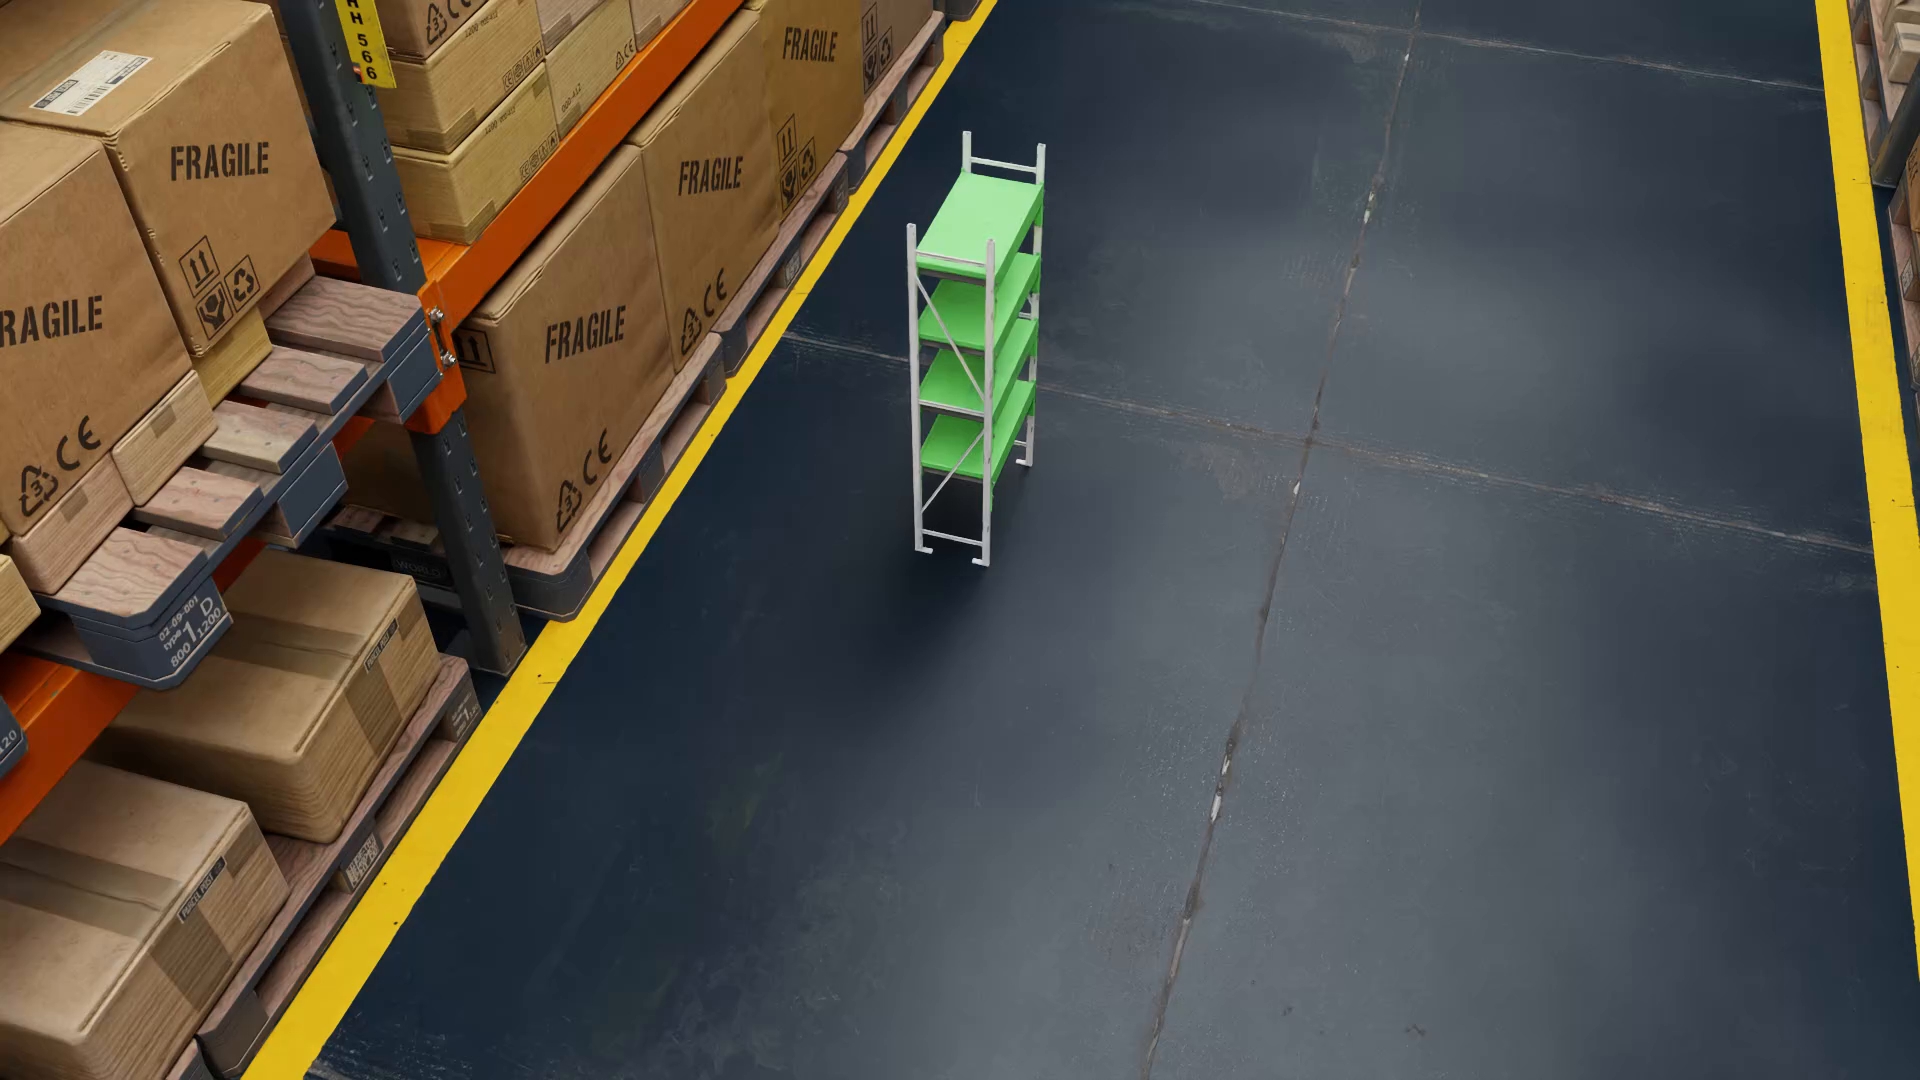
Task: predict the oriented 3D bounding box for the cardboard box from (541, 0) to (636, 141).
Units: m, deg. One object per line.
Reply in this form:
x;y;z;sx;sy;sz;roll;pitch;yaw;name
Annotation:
-1.245;-1.379;4.622;0.500;0.250;0.500;11;46;11;cardboard box

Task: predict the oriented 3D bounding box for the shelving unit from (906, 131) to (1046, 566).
0.050;-0.539;4.943;0.258;1.200;0.503;13;46;13;shelving unit

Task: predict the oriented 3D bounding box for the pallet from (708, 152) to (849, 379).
-1.090;-1.137;6.261;1.003;0.211;1.213;13;46;13;pallet

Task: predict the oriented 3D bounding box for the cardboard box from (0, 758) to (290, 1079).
-2.168;0.843;3.822;0.950;0.372;0.625;12;46;12;cardboard box

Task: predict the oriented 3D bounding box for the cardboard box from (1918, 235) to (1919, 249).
3.658;-1.056;5.671;0.500;0.500;0.500;12;46;12;cardboard box

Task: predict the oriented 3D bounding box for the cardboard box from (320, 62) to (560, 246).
-1.384;-1.033;4.268;0.500;0.250;0.500;12;46;12;cardboard box

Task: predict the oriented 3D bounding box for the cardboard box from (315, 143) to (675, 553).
-1.484;-0.647;4.986;0.875;0.875;0.875;12;46;12;cardboard box

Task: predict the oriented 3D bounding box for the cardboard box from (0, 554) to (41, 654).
-1.847;0.118;2.864;0.380;0.149;0.250;13;46;13;cardboard box

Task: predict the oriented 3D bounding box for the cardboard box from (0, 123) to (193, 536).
-1.791;-0.397;2.927;0.500;0.500;0.500;12;46;12;cardboard box

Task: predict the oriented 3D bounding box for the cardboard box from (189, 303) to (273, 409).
-1.659;-0.412;3.405;0.380;0.149;0.250;13;46;13;cardboard box

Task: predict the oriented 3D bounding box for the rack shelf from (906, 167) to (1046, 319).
0.050;-0.837;4.652;0.258;0.148;0.480;13;46;13;rack shelf

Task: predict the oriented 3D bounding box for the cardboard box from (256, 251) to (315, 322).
-1.647;-0.606;3.604;0.380;0.149;0.250;14;46;14;cardboard box

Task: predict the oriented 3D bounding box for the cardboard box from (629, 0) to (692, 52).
-1.081;-1.728;4.978;0.500;0.250;0.500;14;46;14;cardboard box

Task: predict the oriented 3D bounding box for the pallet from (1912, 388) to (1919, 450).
3.593;-0.068;5.169;1.003;0.211;1.213;13;46;13;pallet

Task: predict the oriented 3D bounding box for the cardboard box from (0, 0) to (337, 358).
-1.645;-0.744;3.281;0.500;0.500;0.500;11;46;11;cardboard box

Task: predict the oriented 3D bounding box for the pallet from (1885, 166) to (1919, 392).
3.961;-0.884;6.003;1.003;0.211;1.213;13;46;13;pallet

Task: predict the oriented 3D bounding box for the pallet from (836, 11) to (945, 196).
-0.722;-1.953;7.095;1.003;0.211;1.213;13;46;13;pallet

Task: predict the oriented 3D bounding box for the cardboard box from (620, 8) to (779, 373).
-1.209;-1.241;5.592;0.875;0.875;0.875;13;46;13;cardboard box

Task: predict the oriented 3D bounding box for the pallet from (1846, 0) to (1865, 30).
4.748;-2.708;7.866;1.003;0.211;1.213;13;46;13;pallet

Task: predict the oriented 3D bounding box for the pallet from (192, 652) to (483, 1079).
-2.010;0.703;4.380;1.003;0.211;1.213;13;46;13;pallet

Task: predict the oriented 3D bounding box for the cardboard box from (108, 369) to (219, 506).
-1.693;-0.234;3.224;0.380;0.149;0.250;12;46;12;cardboard box

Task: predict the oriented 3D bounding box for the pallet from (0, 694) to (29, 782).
-2.332;0.583;2.647;1.003;0.211;1.213;13;46;13;pallet

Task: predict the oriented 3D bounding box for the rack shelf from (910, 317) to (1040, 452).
0.050;-0.494;4.988;0.258;0.148;0.480;13;46;13;rack shelf

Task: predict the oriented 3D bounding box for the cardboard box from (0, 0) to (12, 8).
-2.129;-0.855;3.395;0.500;0.500;0.500;11;46;11;cardboard box

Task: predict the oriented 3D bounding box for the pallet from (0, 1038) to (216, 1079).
-2.381;1.514;3.552;1.003;0.211;1.213;13;46;13;pallet

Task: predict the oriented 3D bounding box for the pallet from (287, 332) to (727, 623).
-1.461;-0.327;5.433;1.003;0.211;1.213;13;46;13;pallet

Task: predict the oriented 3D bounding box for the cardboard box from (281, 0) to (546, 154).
-1.383;-1.224;4.106;0.500;0.250;0.500;12;46;12;cardboard box

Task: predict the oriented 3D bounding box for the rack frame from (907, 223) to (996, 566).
-0.024;-0.377;4.777;0.240;1.200;0.015;13;46;13;rack frame

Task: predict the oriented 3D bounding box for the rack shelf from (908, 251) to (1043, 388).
0.050;-0.665;4.820;0.258;0.148;0.480;13;46;13;rack shelf

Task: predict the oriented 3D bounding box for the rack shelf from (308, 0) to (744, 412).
-1.166;-1.890;5.551;1.077;0.370;4.000;13;46;13;rack shelf

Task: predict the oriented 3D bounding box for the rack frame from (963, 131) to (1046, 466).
0.124;-0.702;5.109;0.240;1.200;0.015;13;46;13;rack frame

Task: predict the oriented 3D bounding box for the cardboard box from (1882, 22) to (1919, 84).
4.060;-1.996;6.883;0.380;0.149;0.250;11;45;11;cardboard box

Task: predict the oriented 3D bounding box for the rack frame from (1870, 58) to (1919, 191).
4.171;-2.431;5.590;1.000;3.000;0.127;13;46;13;rack frame

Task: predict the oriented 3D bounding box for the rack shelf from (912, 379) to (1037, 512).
0.050;-0.322;5.156;0.258;0.148;0.480;13;46;13;rack shelf

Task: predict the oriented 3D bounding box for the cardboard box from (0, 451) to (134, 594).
-1.777;-0.068;3.054;0.380;0.149;0.250;11;45;11;cardboard box

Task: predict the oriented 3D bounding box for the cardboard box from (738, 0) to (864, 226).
-0.938;-1.837;6.201;0.875;0.875;0.875;14;46;14;cardboard box

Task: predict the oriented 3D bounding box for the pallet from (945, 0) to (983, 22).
-0.256;-2.974;8.138;1.003;0.211;1.213;13;46;13;pallet

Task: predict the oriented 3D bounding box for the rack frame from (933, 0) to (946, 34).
-0.561;-3.480;6.662;1.000;3.000;0.127;13;46;13;rack frame

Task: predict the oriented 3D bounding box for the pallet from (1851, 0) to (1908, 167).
4.380;-1.892;7.033;1.003;0.211;1.213;13;46;13;pallet

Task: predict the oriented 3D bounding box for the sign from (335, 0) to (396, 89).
-1.252;-1.091;3.449;0.100;0.325;0.005;13;46;13;sign

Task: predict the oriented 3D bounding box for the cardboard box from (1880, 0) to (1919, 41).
4.168;-2.276;7.085;0.396;0.266;0.258;14;46;14;cardboard box

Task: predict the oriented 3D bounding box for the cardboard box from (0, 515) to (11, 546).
-1.942;-0.060;2.583;0.500;0.500;0.500;10;45;10;cardboard box

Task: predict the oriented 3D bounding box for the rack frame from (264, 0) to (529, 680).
-1.772;-0.814;3.937;1.000;3.000;0.127;13;46;13;rack frame

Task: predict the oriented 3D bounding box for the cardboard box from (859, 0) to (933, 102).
-0.672;-2.440;6.818;0.875;0.875;0.875;14;46;14;cardboard box

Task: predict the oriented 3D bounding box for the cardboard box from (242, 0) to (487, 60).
-1.389;-1.484;3.835;0.500;0.500;0.500;11;45;11;cardboard box

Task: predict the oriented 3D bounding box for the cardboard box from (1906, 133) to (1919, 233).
3.810;-1.413;6.036;0.500;0.500;0.500;14;46;14;cardboard box

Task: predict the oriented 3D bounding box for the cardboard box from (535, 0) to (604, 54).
-1.226;-1.569;4.458;0.500;0.250;0.500;14;46;13;cardboard box

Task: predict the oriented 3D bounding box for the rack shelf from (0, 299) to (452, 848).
-2.378;0.776;2.826;1.077;0.370;4.000;13;46;13;rack shelf

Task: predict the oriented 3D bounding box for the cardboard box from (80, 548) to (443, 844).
-1.952;0.350;4.326;0.950;0.372;0.625;10;45;10;cardboard box

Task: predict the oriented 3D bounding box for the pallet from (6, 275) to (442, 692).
-1.886;-0.248;3.495;1.213;0.211;1.003;13;46;13;pallet
